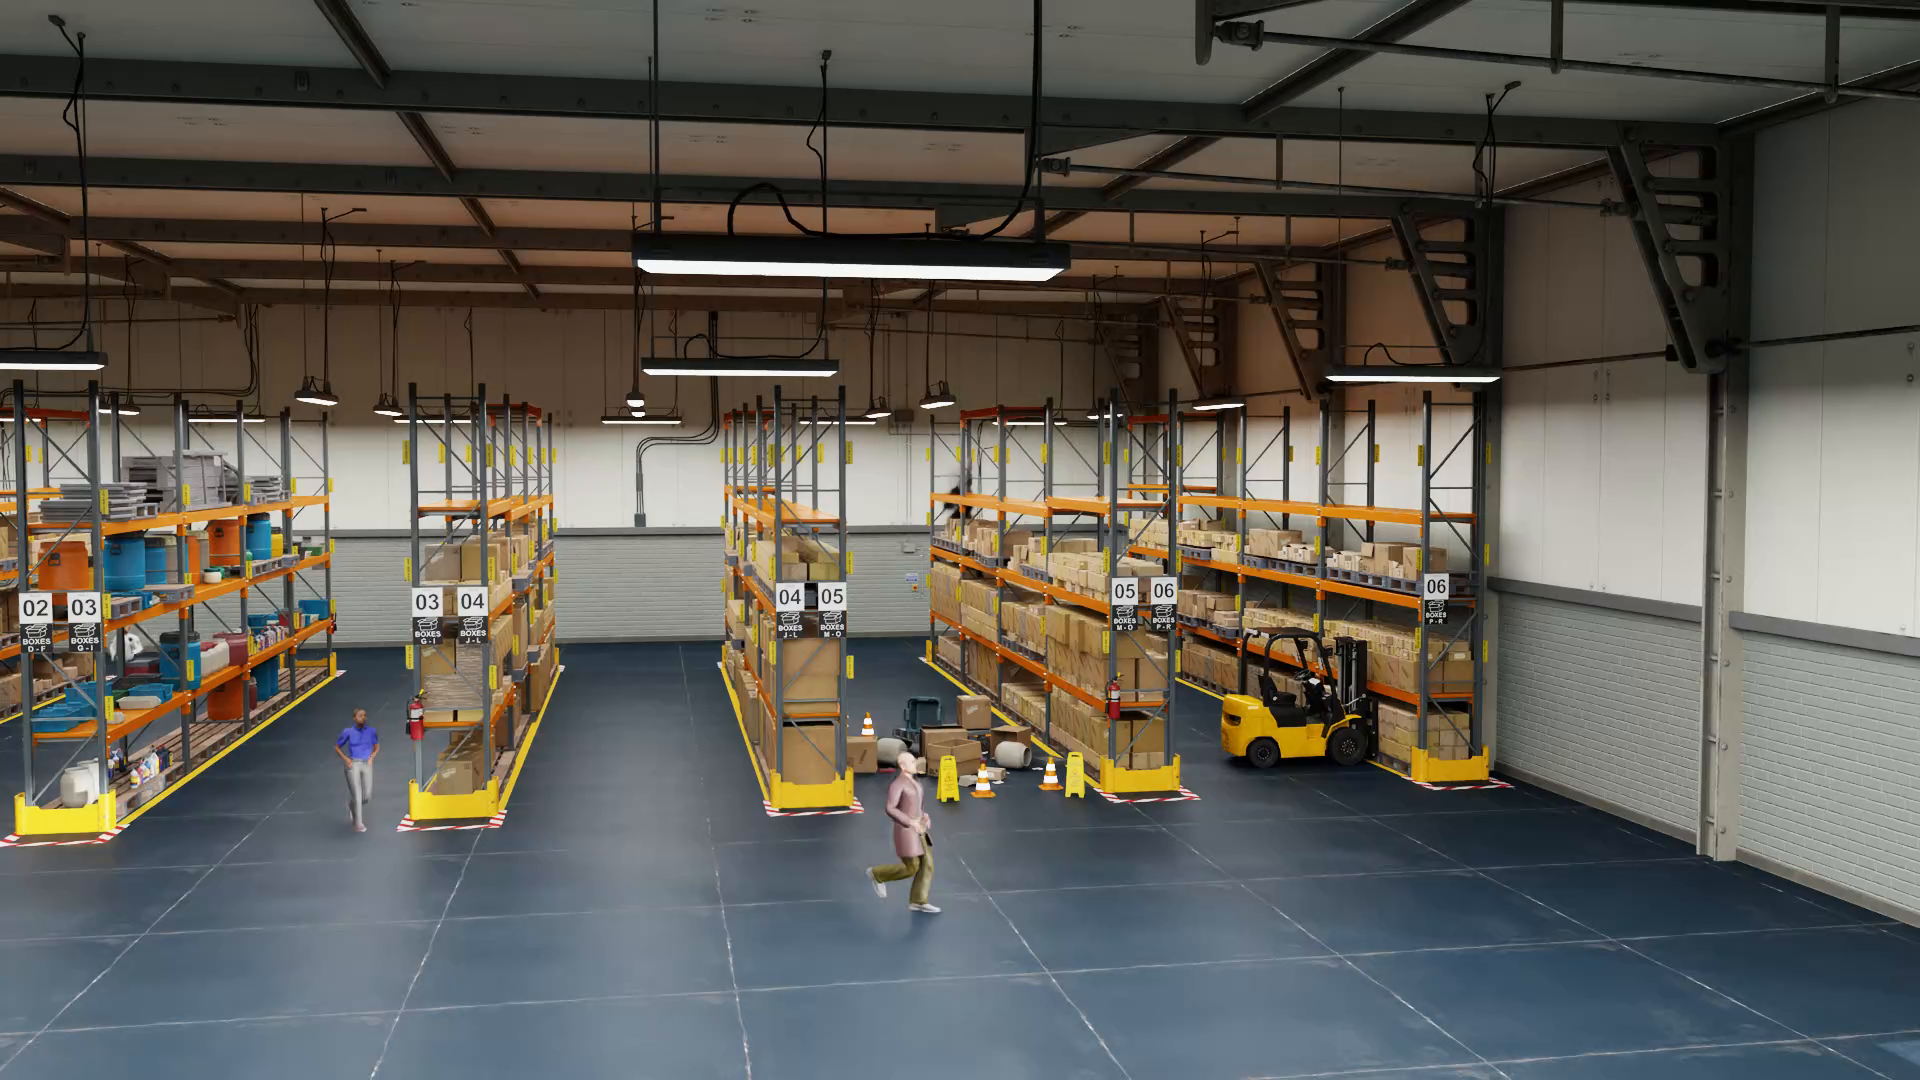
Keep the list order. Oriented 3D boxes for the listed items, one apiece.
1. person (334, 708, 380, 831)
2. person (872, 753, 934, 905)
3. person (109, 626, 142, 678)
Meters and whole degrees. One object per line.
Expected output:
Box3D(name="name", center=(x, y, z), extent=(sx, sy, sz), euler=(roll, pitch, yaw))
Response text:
Box3D(name="person", center=(-8.112, 3.081, 22.419), extent=(0.594, 1.637, 0.641), euler=(-2, 4, -40))
Box3D(name="person", center=(-0.604, 3.167, 18.292), extent=(0.702, 1.671, 0.716), euler=(1, 3, 23))
Box3D(name="person", center=(-17.006, 2.480, 33.886), extent=(0.621, 1.604, 0.718), euler=(-1, 3, -18))
